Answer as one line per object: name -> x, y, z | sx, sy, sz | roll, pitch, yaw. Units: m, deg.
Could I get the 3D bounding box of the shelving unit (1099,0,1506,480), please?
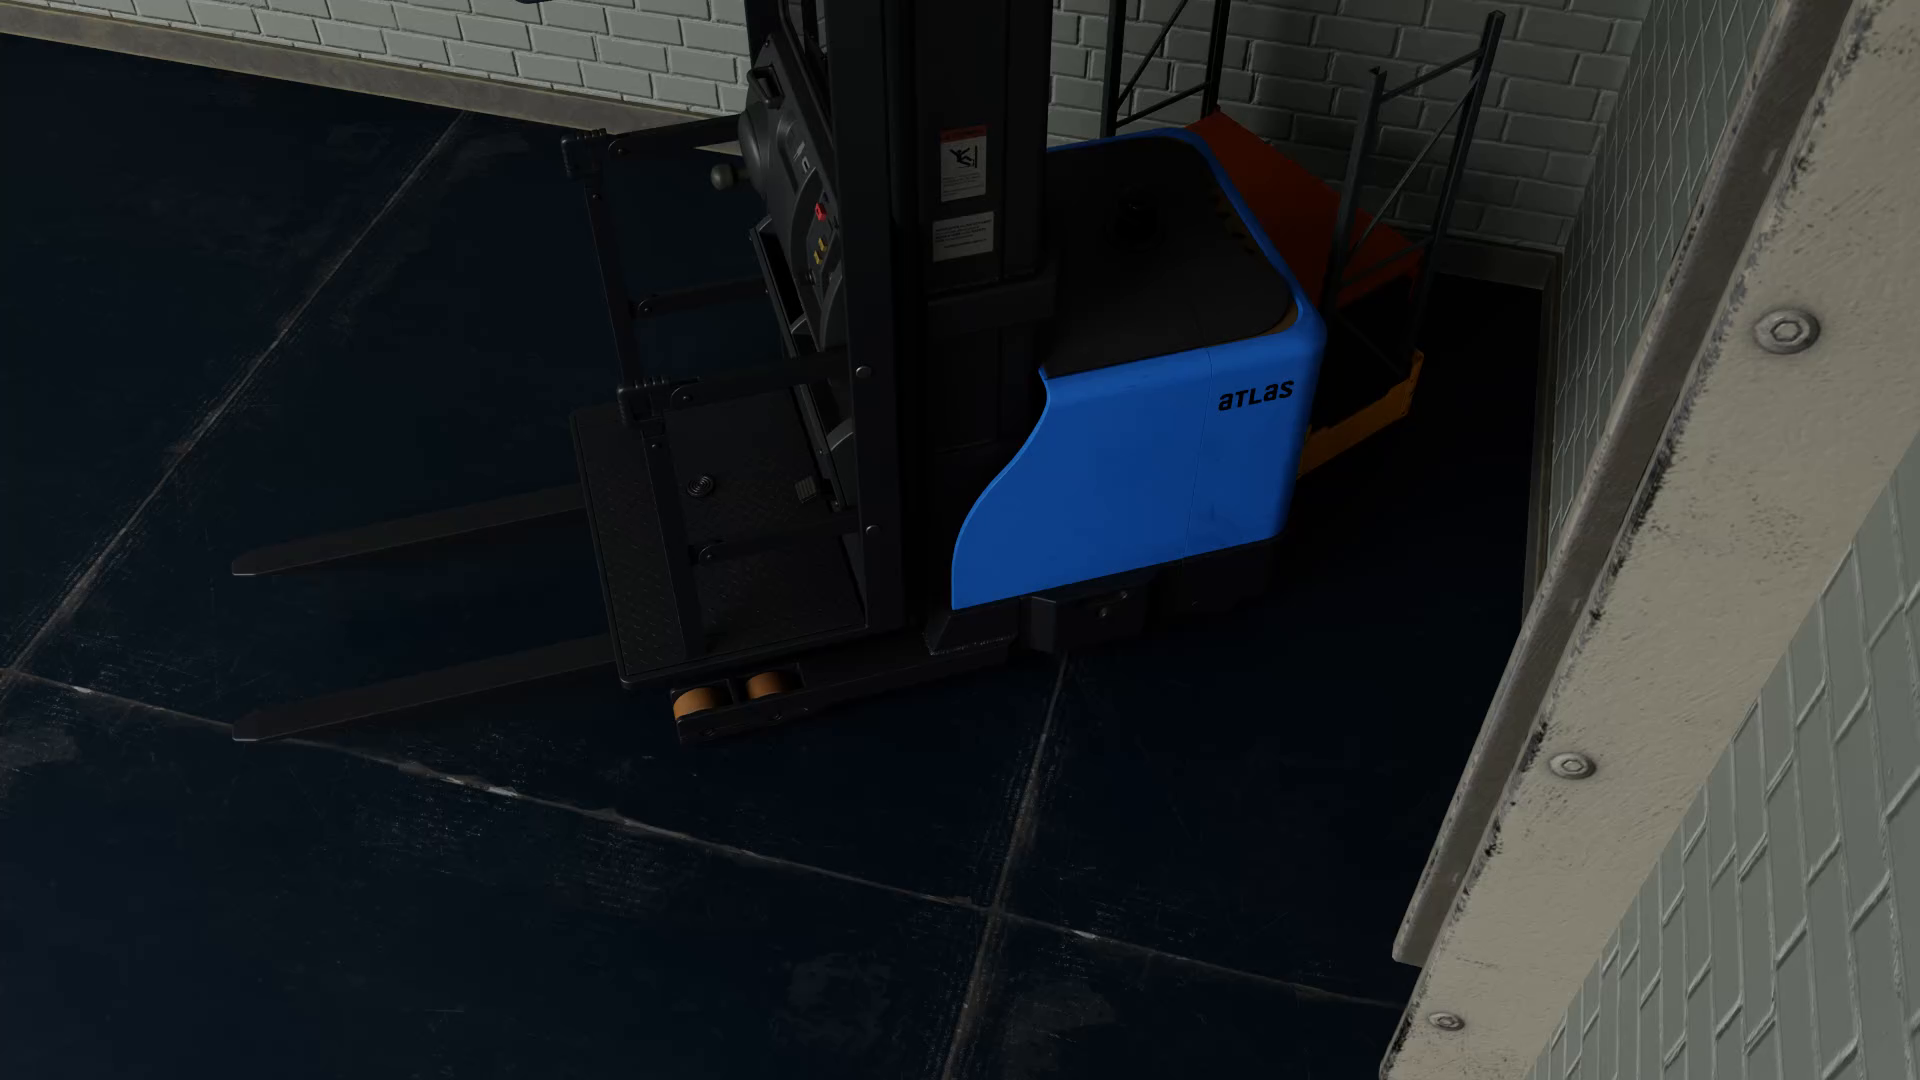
shelving unit -> 0.974, -1.127, 5.245 | 0.587, 1.500, 1.083 | -29, 55, -23

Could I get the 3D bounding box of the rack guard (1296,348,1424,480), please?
rack guard -> 1.269, -0.413, 5.448 | 0.587, 0.250, 0.087 | -29, 55, -23

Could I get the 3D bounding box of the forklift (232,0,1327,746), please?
forklift -> -0.598, -0.839, 4.036 | 3.031, 2.935, 1.130 | -12, 50, -11

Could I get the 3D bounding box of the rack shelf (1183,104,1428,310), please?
rack shelf -> 0.969, -1.014, 5.384 | 0.538, 0.185, 1.000 | -29, 55, -23

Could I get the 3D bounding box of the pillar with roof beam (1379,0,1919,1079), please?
pillar with roof beam -> -2.926, -2.612, 1.553 | 9.100, 9.000, 0.400 | 12, 50, 10

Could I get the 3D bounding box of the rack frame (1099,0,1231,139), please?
rack frame -> 0.667, -1.440, 5.520 | 0.500, 1.500, 0.032 | -29, 55, -23

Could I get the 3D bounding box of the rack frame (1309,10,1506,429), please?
rack frame -> 1.270, -0.826, 4.979 | 0.500, 1.500, 0.032 | -29, 55, -23
